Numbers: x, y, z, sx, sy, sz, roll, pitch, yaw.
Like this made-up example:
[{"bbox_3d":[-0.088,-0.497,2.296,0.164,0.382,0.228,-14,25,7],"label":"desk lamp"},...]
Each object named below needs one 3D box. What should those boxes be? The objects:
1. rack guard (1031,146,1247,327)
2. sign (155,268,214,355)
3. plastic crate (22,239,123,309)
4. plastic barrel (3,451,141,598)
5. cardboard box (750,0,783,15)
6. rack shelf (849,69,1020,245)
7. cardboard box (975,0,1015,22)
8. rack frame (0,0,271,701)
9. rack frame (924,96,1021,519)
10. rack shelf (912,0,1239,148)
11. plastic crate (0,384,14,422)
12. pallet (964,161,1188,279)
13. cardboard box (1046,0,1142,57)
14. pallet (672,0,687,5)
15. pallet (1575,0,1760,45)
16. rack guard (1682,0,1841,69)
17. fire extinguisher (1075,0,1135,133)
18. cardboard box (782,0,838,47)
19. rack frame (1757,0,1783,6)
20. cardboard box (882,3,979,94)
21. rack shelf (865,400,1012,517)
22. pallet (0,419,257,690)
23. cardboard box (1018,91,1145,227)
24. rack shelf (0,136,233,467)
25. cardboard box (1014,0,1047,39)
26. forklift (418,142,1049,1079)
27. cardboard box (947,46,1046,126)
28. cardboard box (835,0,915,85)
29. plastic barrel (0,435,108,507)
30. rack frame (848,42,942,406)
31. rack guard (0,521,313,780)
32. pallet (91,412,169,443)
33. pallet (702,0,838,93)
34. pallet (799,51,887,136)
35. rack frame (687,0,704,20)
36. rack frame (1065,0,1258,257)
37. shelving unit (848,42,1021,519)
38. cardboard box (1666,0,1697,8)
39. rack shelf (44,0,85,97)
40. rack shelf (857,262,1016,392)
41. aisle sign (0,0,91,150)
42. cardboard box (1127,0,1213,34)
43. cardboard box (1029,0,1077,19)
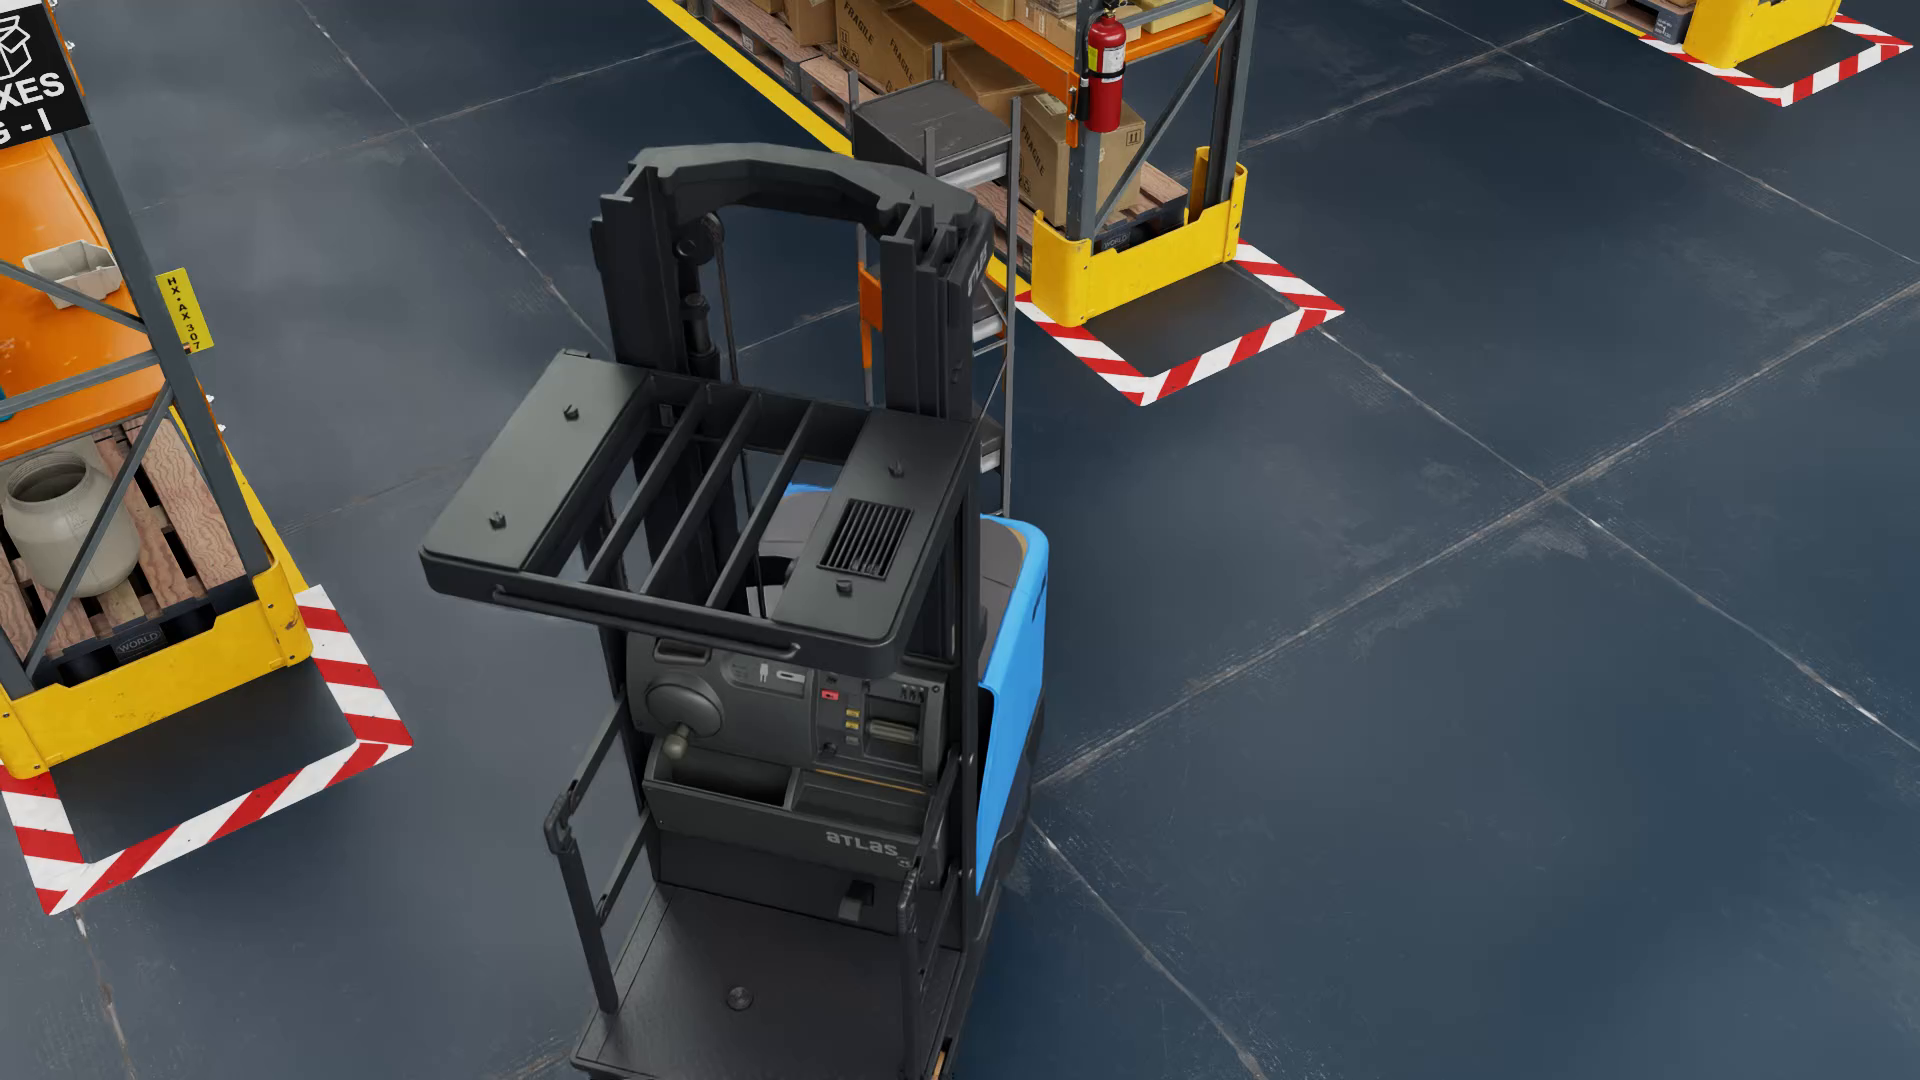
[{"bbox_3d":[0.915,-1.560,8.513,1.175,0.500,0.348,-26,49,-24],"label":"rack guard"},{"bbox_3d":[-2.650,-0.779,5.684,0.100,0.325,0.005,-26,49,-24],"label":"sign"},{"bbox_3d":[-3.352,-1.003,6.310,0.298,0.136,0.250,-26,49,-24],"label":"plastic crate"},{"bbox_3d":[-3.543,-0.059,6.628,0.421,0.512,0.421,0,44,0],"label":"plastic barrel"},{"bbox_3d":[-1.134,-3.692,10.442,0.500,0.500,0.500,-27,50,-26],"label":"cardboard box"},{"bbox_3d":[-0.095,-1.350,6.140,0.431,0.518,0.480,-26,49,-24],"label":"rack shelf"},{"bbox_3d":[0.298,-2.673,8.051,0.380,0.149,0.250,-26,49,-24],"label":"cardboard box"},{"bbox_3d":[-3.104,-0.464,5.555,1.000,3.000,0.127,-26,49,-24],"label":"rack frame"},{"bbox_3d":[0.045,-0.715,6.469,0.400,2.100,0.015,-26,49,-24],"label":"rack frame"},{"bbox_3d":[-0.186,-3.293,9.039,1.077,0.370,4.000,-26,49,-24],"label":"rack shelf"},{"bbox_3d":[-3.636,-0.576,5.779,0.499,0.251,0.616,-26,49,-24],"label":"plastic crate"},{"bbox_3d":[0.479,-1.929,9.109,1.003,0.211,1.213,-26,49,-24],"label":"pallet"},{"bbox_3d":[0.626,-2.410,7.775,0.380,0.149,0.250,-26,49,-24],"label":"cardboard box"},{"bbox_3d":[-1.777,-4.118,11.402,1.003,0.211,1.213,-26,49,-24],"label":"pallet"},{"bbox_3d":[4.563,-3.736,11.002,1.003,0.211,1.213,-26,49,-24],"label":"pallet"},{"bbox_3d":[5.098,-3.405,10.446,1.175,0.500,0.348,-26,49,-24],"label":"rack guard"},{"bbox_3d":[0.646,-2.146,7.373,0.296,0.674,0.183,-26,49,-24],"label":"fire extinguisher"},{"bbox_3d":[-0.800,-3.370,10.105,0.500,0.500,0.500,-12,45,-12],"label":"cardboard box"},{"bbox_3d":[5.084,-4.323,9.597,1.000,3.000,0.127,-26,49,-24],"label":"rack frame"},{"bbox_3d":[-0.098,-2.716,9.420,0.500,0.500,0.500,-21,48,-21],"label":"cardboard box"},{"bbox_3d":[-0.095,-0.337,7.107,0.431,0.518,0.480,-26,49,-24],"label":"rack shelf"},{"bbox_3d":[-3.647,0.058,7.028,1.003,0.211,1.213,-26,49,-24],"label":"pallet"},{"bbox_3d":[0.615,-2.029,8.700,0.500,0.500,0.500,-17,46,-17],"label":"cardboard box"},{"bbox_3d":[-4.248,-1.337,6.990,1.077,0.370,4.000,-26,49,-24],"label":"rack shelf"},{"bbox_3d":[0.483,-2.552,7.924,0.380,0.149,0.250,-26,49,-24],"label":"cardboard box"},{"bbox_3d":[-0.551,0.563,4.529,1.130,2.935,3.031,10,45,11],"label":"forklift"},{"bbox_3d":[0.245,-2.354,9.041,0.500,0.500,0.500,-14,45,-14],"label":"cardboard box"},{"bbox_3d":[-0.381,-3.050,9.769,0.500,0.500,0.500,-30,51,-28],"label":"cardboard box"},{"bbox_3d":[-3.830,-0.343,6.925,0.421,0.512,0.421,0,44,0],"label":"plastic barrel"},{"bbox_3d":[-0.234,-0.991,6.759,0.400,2.100,0.015,-26,49,-24],"label":"rack frame"},{"bbox_3d":[-3.186,0.415,6.444,1.175,0.500,0.348,-26,49,-24],"label":"rack guard"},{"bbox_3d":[-4.340,-0.633,7.751,1.003,0.211,1.213,-26,49,-24],"label":"pallet"},{"bbox_3d":[-0.917,-3.311,10.557,1.003,0.211,1.213,-26,49,-24],"label":"pallet"},{"bbox_3d":[-0.215,-2.620,9.832,1.003,0.211,1.213,-26,49,-24],"label":"pallet"},{"bbox_3d":[-1.330,-4.686,9.978,1.000,3.000,0.127,-26,49,-24],"label":"rack frame"},{"bbox_3d":[0.958,-2.421,7.605,1.000,3.000,0.127,-26,49,-24],"label":"rack frame"},{"bbox_3d":[-0.095,-0.853,6.614,0.431,2.100,0.503,-26,49,-24],"label":"shelving unit"},{"bbox_3d":[4.642,-4.064,10.561,0.875,0.875,0.875,-25,49,-24],"label":"cardboard box"},{"bbox_3d":[-4.248,-2.422,5.954,1.077,0.370,4.000,-26,49,-24],"label":"rack shelf"},{"bbox_3d":[-0.095,-0.843,6.624,0.431,0.518,0.480,-26,49,-24],"label":"rack shelf"},{"bbox_3d":[-2.823,-1.480,4.736,0.394,0.787,0.004,-26,49,-24],"label":"aisle sign"},{"bbox_3d":[0.991,-2.586,7.959,0.380,0.149,0.250,-26,49,-24],"label":"cardboard box"},{"bbox_3d":[0.666,-2.887,7.805,0.875,0.500,0.500,-26,49,-24],"label":"cardboard box"}]
